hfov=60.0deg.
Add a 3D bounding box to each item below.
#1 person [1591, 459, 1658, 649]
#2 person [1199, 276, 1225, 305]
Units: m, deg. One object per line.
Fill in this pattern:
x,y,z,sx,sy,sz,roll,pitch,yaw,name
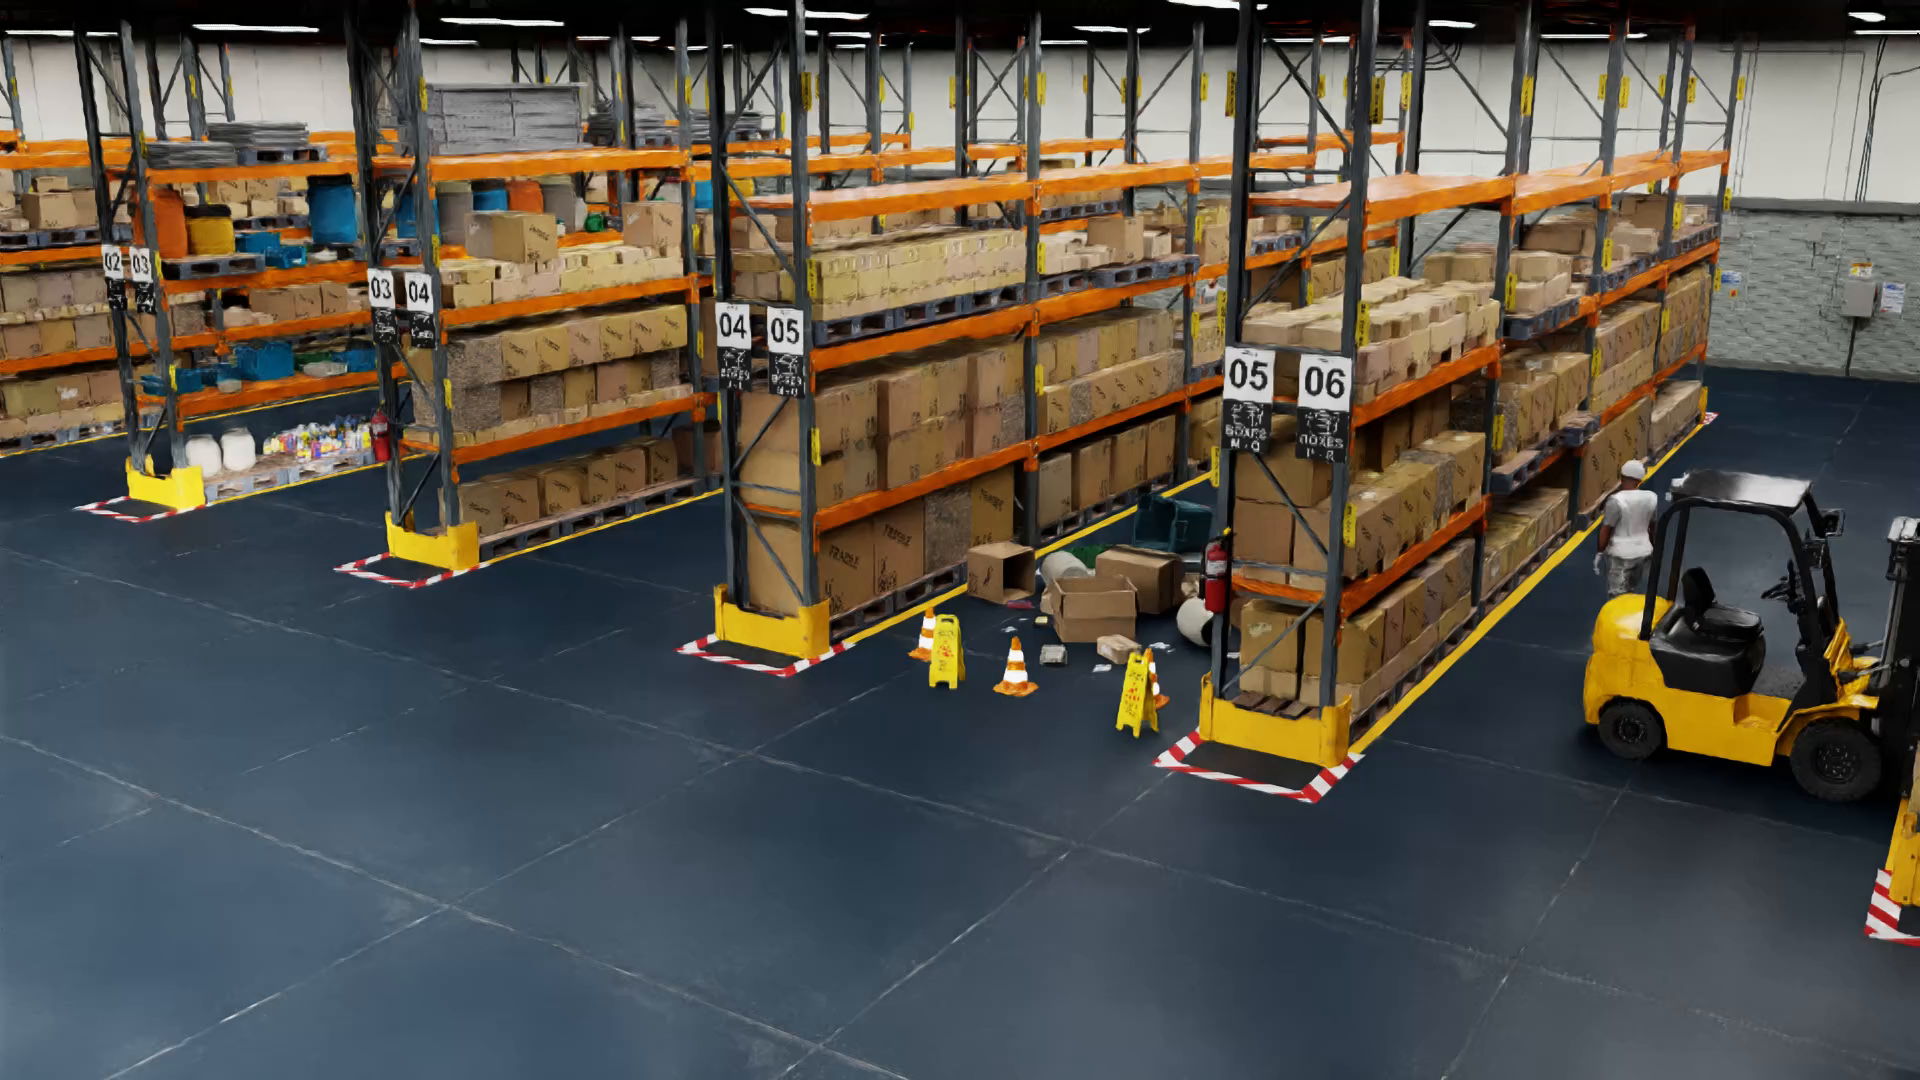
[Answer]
6.144,0.118,15.412,0.662,1.782,0.583,-7,17,-25,person
4.844,-4.342,31.835,0.580,1.619,0.506,9,18,29,person
